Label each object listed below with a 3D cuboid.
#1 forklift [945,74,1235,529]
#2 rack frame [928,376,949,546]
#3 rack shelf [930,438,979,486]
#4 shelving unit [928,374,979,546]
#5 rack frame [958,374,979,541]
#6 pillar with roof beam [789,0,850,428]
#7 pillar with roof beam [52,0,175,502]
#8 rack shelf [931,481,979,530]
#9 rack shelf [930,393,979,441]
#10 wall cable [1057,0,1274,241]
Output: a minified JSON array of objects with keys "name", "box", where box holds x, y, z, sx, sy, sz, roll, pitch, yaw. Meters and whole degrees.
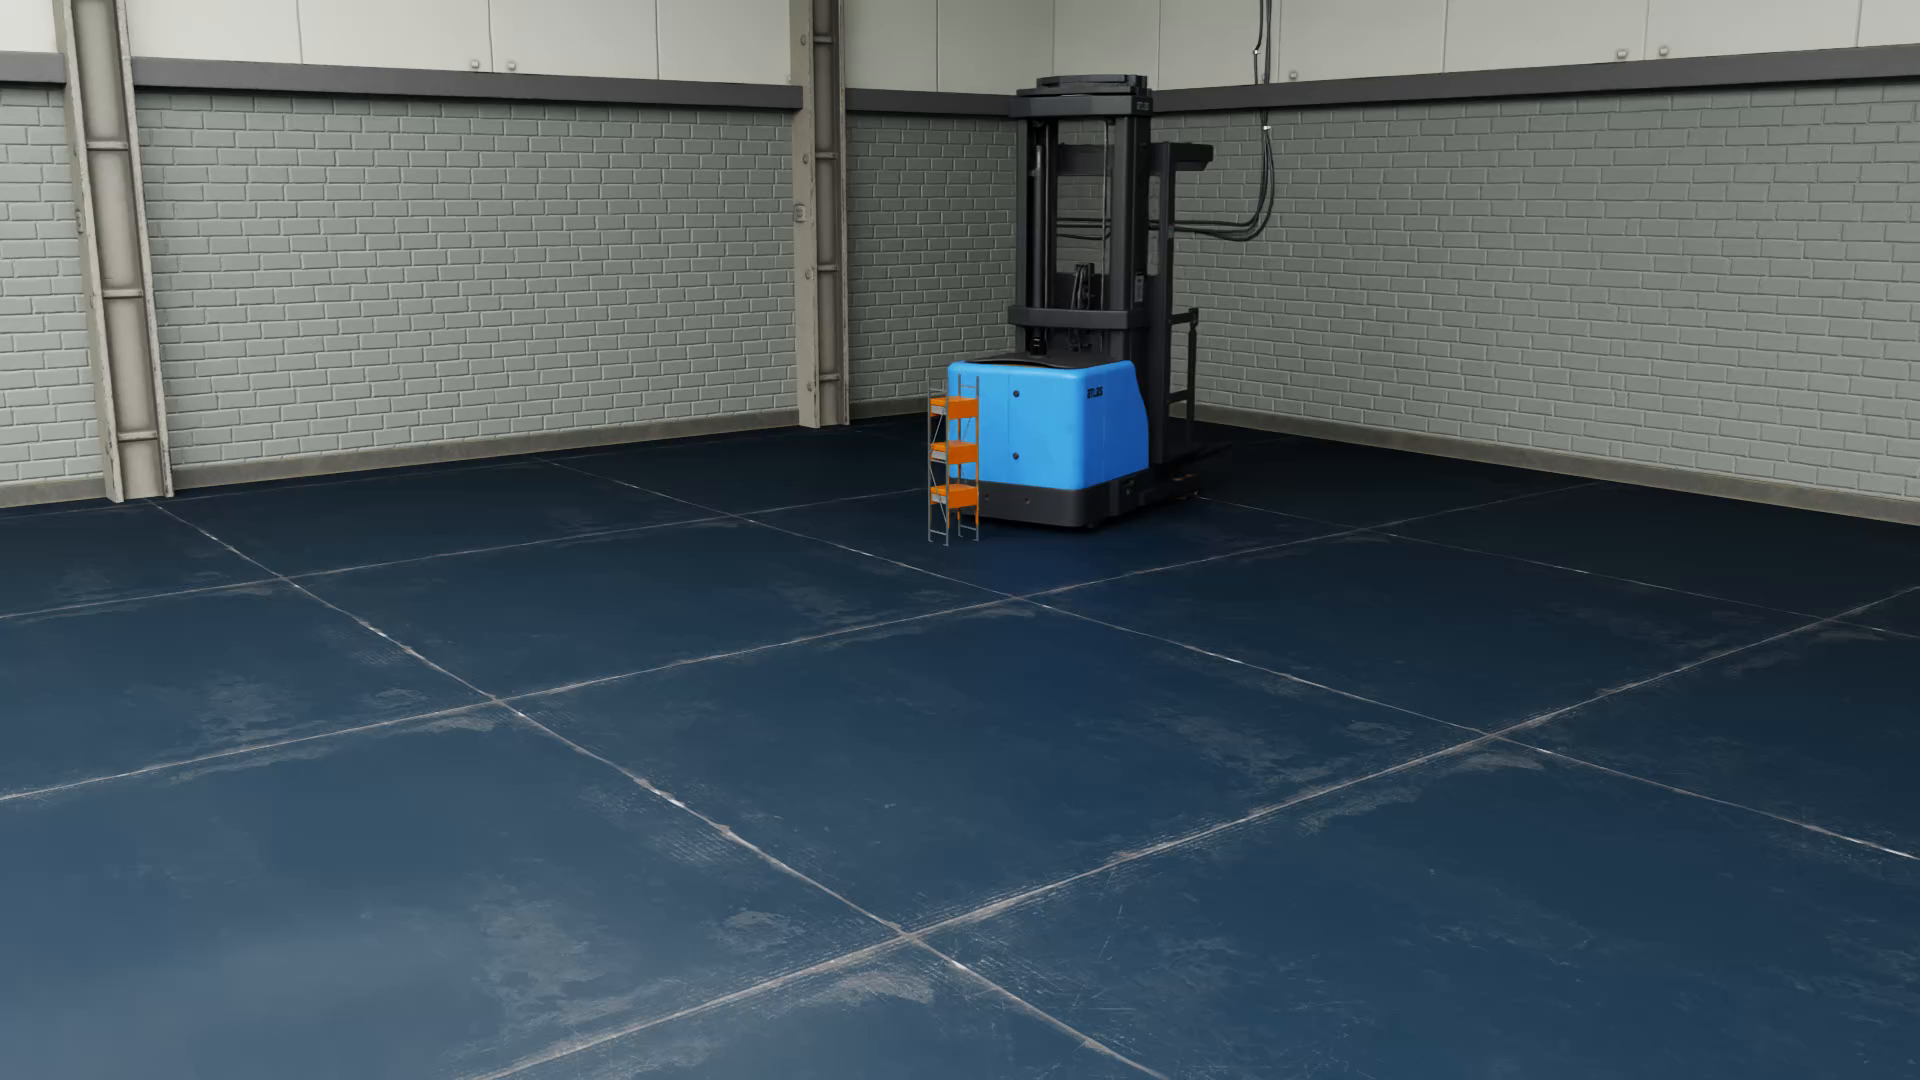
[{"name":"forklift","box":[1.106,-1.763,11.873,1.130,2.935,3.031,7,14,31]},{"name":"rack frame","box":[-0.137,-0.491,10.412,0.008,1.050,0.200,-9,15,-38]},{"name":"rack shelf","box":[-0.042,-0.496,10.489,0.240,0.259,0.215,-9,15,-38]},{"name":"shelving unit","box":[-0.042,-0.507,10.487,0.252,1.050,0.215,-9,15,-38]},{"name":"rack frame","box":[0.053,-0.522,10.562,0.008,1.050,0.200,-9,15,-38]},{"name":"pillar with roof beam","box":[1.396,-4.800,11.571,0.400,9.000,9.100,-9,15,-38]},{"name":"pillar with roof beam","box":[-3.290,-4.022,7.905,0.400,9.000,9.100,-9,15,-38]},{"name":"rack shelf","box":[-0.042,-0.224,10.547,0.240,0.259,0.215,-9,15,-38]},{"name":"rack shelf","box":[-0.042,-0.774,10.430,0.240,0.259,0.215,-9,15,-38]},{"name":"wall cable","box":[1.833,-4.148,15.972,0.112,2.526,3.097,-9,15,-38]}]
